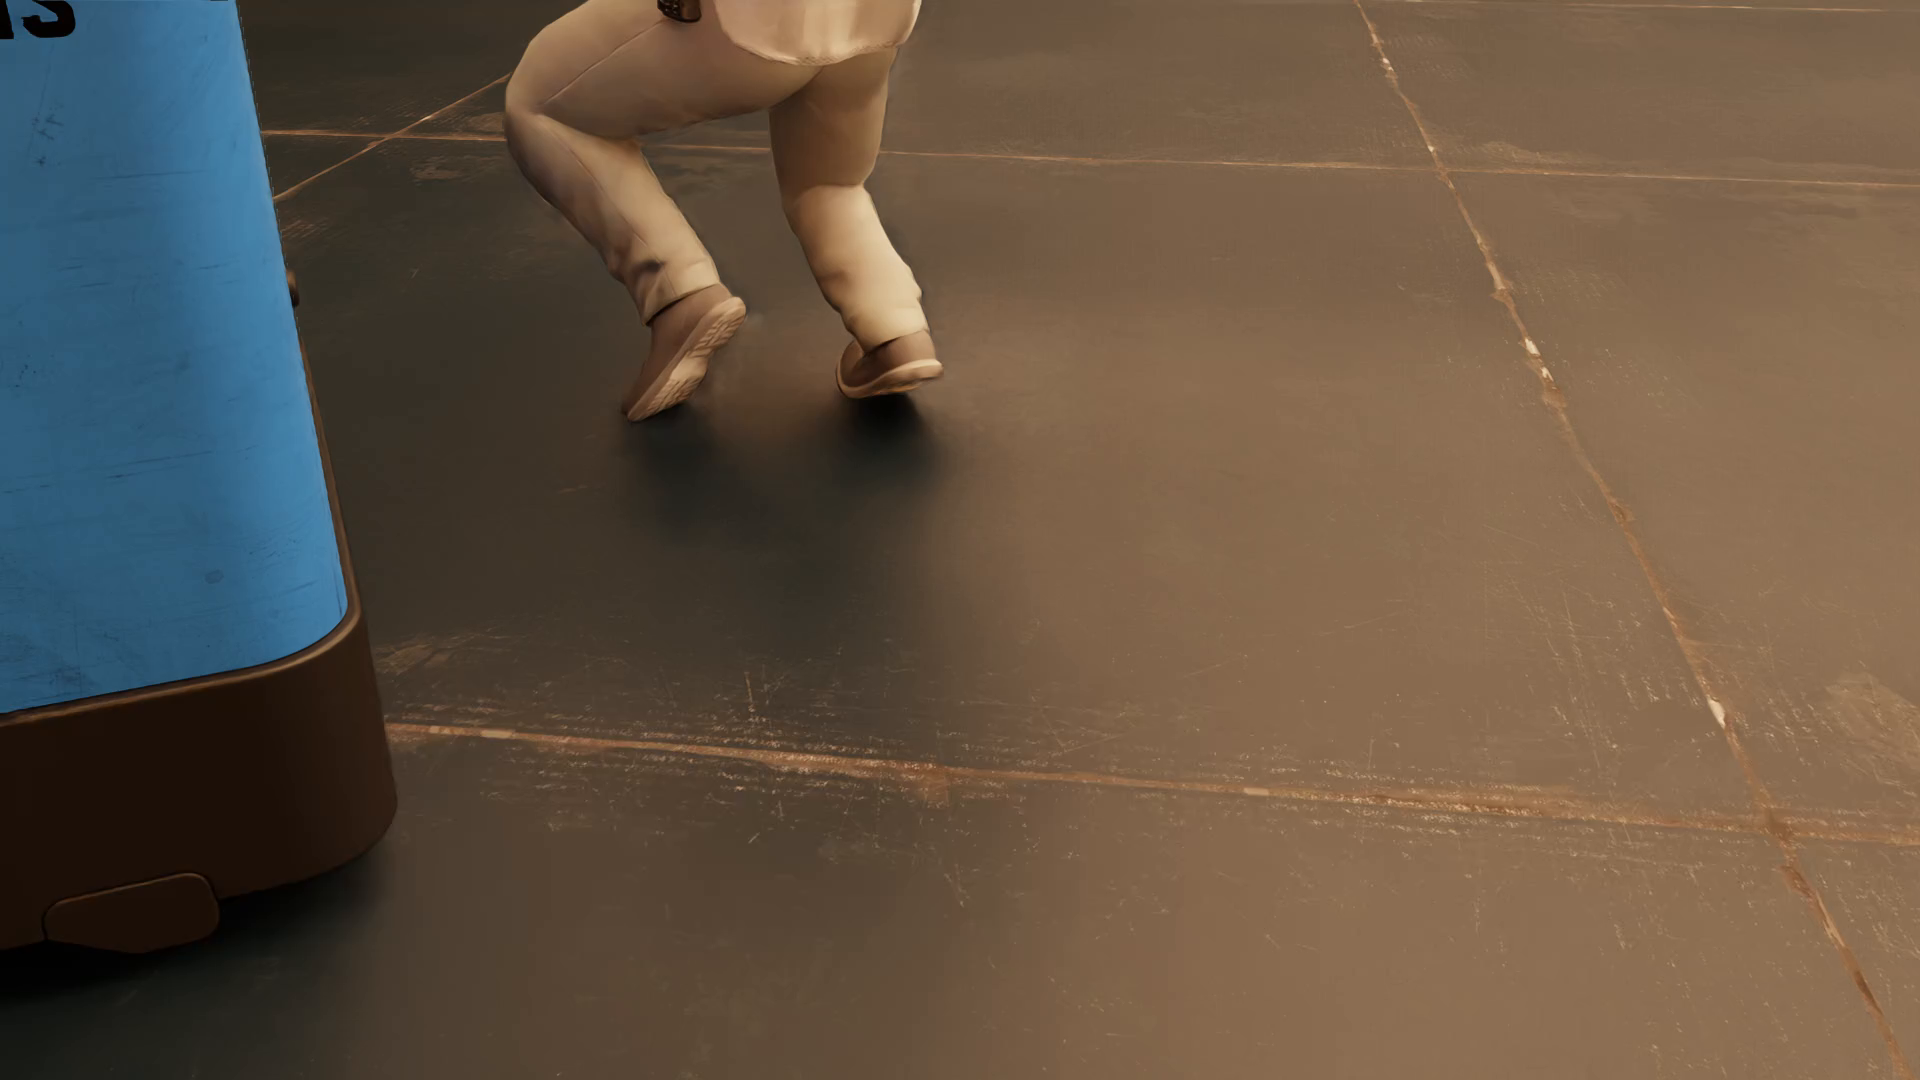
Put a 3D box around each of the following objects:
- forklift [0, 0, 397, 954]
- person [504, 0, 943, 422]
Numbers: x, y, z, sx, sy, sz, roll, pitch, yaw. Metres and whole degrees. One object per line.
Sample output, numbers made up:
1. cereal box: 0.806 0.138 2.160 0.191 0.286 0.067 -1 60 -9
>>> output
1. forklift: -2.161 -0.876 0.972 3.031 2.935 1.130 -11 28 -21
2. person: -0.425 -0.901 2.519 1.098 1.680 0.865 -23 35 -38
